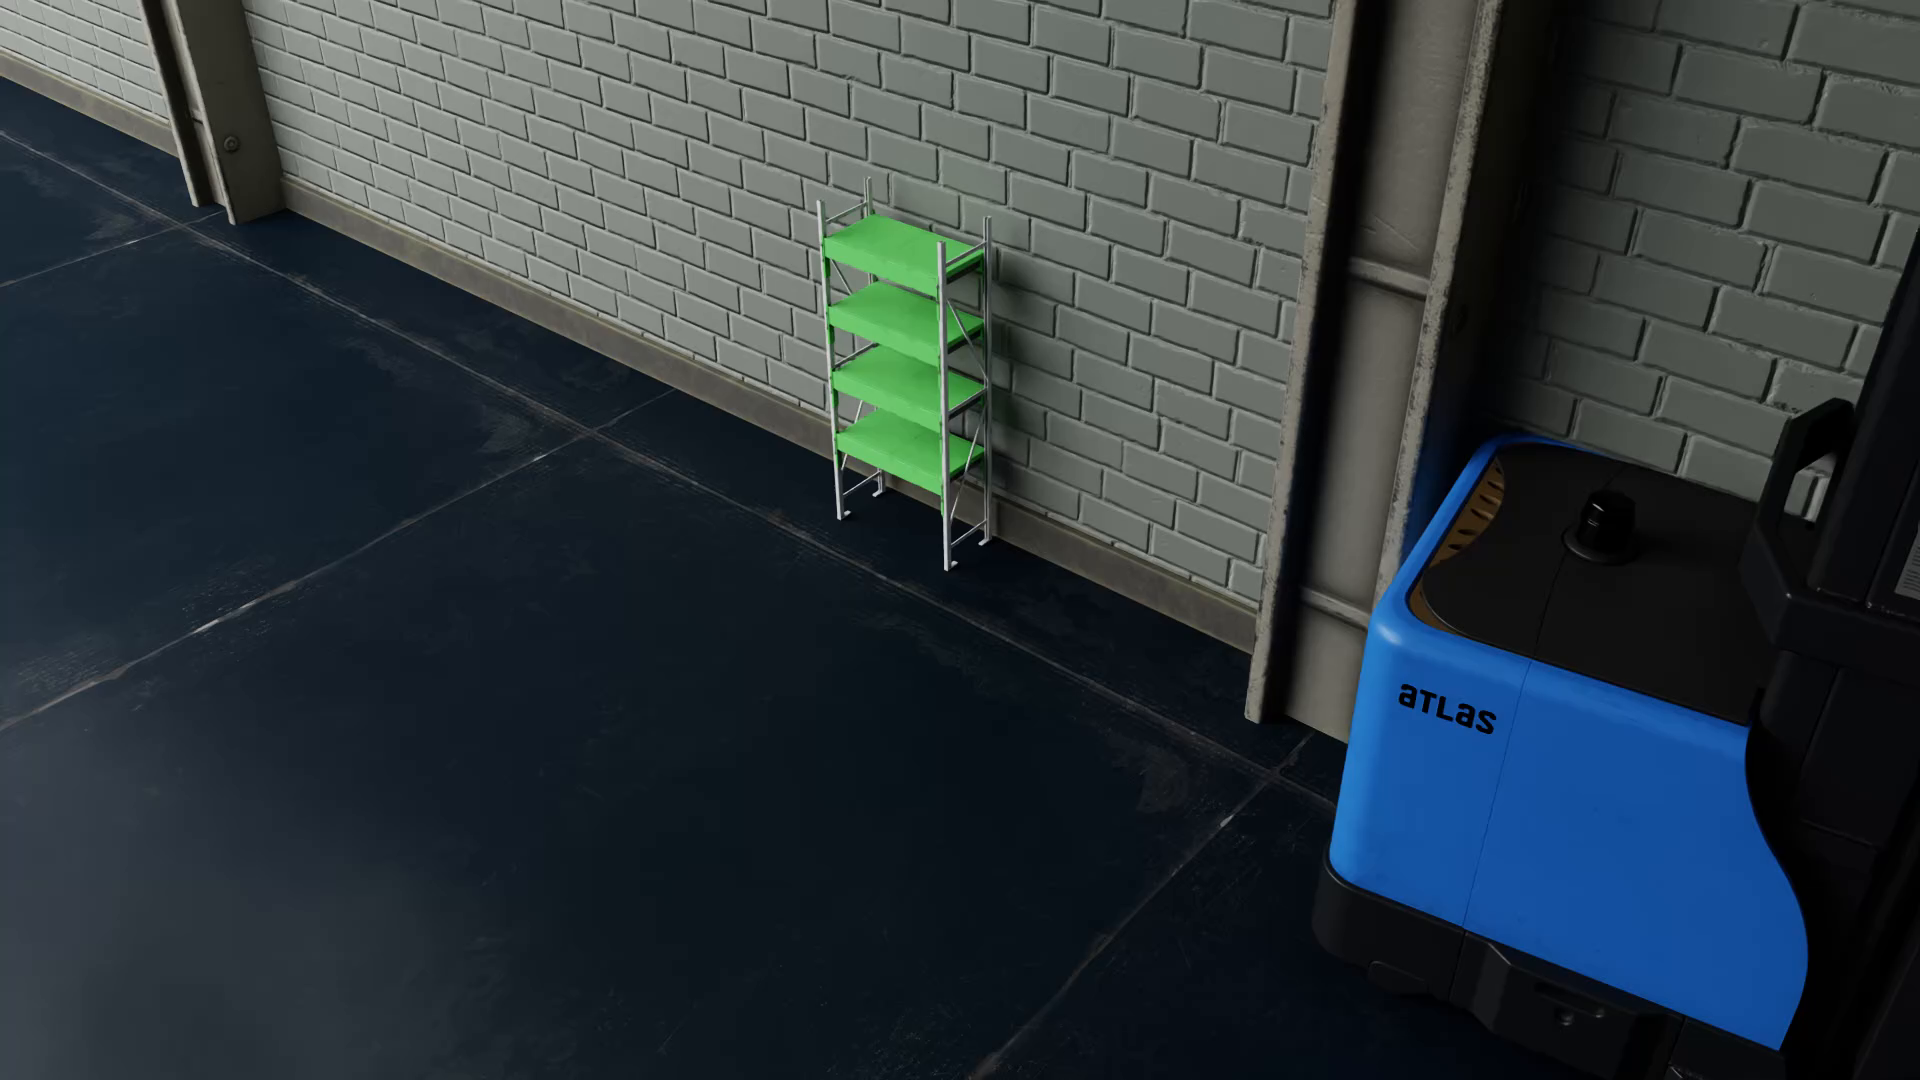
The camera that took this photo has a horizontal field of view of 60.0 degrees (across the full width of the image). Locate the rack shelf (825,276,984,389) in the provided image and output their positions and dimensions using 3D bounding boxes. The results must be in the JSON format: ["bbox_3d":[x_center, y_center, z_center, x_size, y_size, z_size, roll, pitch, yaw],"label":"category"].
[{"bbox_3d":[-0.169,-0.672,5.354,0.480,0.148,0.258,25,43,31],"label":"rack shelf"}]

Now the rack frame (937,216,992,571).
[{"bbox_3d":[0.022,-0.441,5.328,0.015,1.200,0.240,25,43,31],"label":"rack frame"}]

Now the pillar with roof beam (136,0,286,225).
[{"bbox_3d":[-6.266,-3.476,2.863,0.400,9.000,9.100,25,42,32],"label":"pillar with roof beam"}]

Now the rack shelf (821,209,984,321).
[{"bbox_3d":[-0.172,-0.868,5.215,0.480,0.148,0.258,25,43,31],"label":"rack shelf"}]

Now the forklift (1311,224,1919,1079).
[{"bbox_3d":[2.419,0.034,3.111,3.031,2.935,1.130,18,39,25],"label":"forklift"}]

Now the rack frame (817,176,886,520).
[{"bbox_3d":[-0.356,-0.616,5.583,0.015,1.200,0.240,25,43,31],"label":"rack frame"}]

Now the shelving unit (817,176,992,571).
[{"bbox_3d":[-0.167,-0.529,5.455,0.503,1.200,0.258,25,43,31],"label":"shelving unit"}]

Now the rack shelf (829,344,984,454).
[{"bbox_3d":[-0.167,-0.476,5.492,0.480,0.148,0.258,25,43,31],"label":"rack shelf"}]

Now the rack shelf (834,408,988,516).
[{"bbox_3d":[-0.164,-0.281,5.631,0.480,0.148,0.258,25,43,31],"label":"rack shelf"}]
